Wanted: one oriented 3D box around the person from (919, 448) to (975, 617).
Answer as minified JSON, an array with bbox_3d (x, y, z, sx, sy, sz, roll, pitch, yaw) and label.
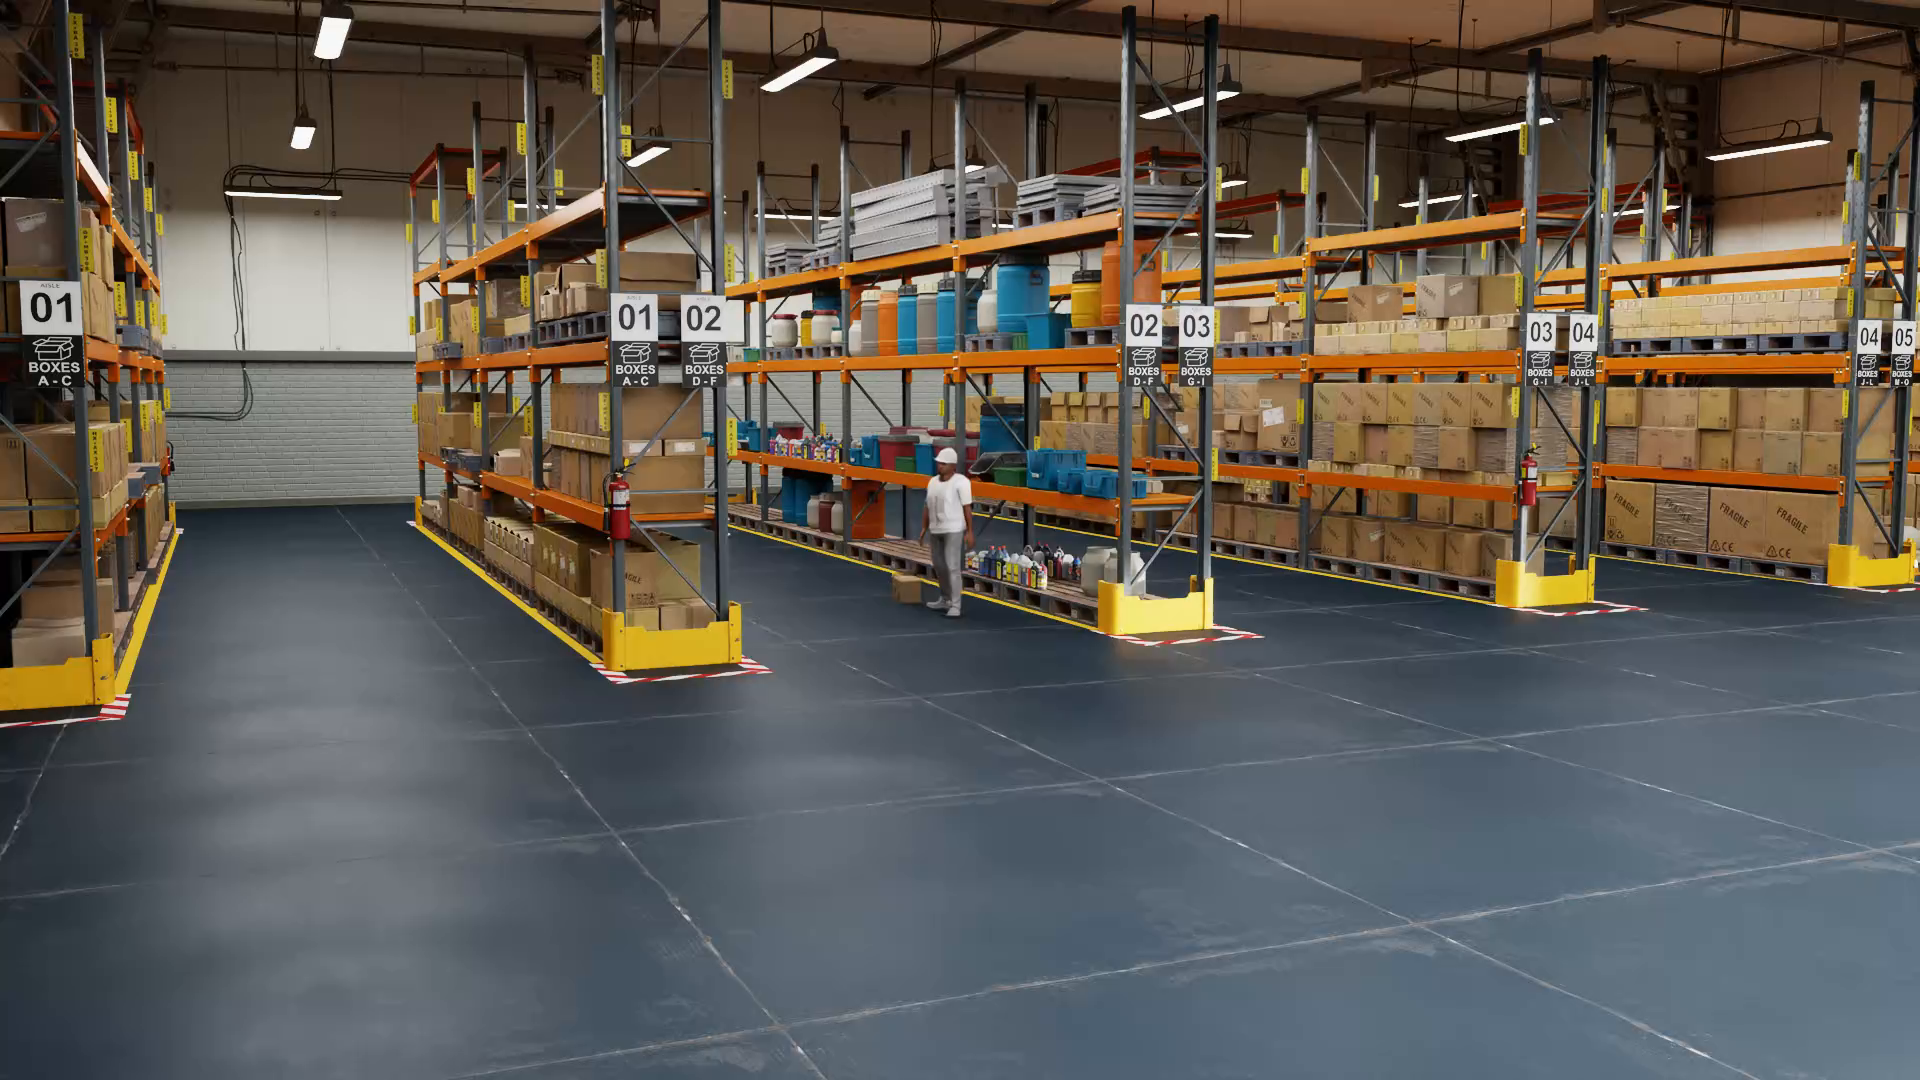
[{"bbox_3d":[-0.166,-0.095,17.570,0.468,1.764,0.707,-5,7,-44],"label":"person"}]
